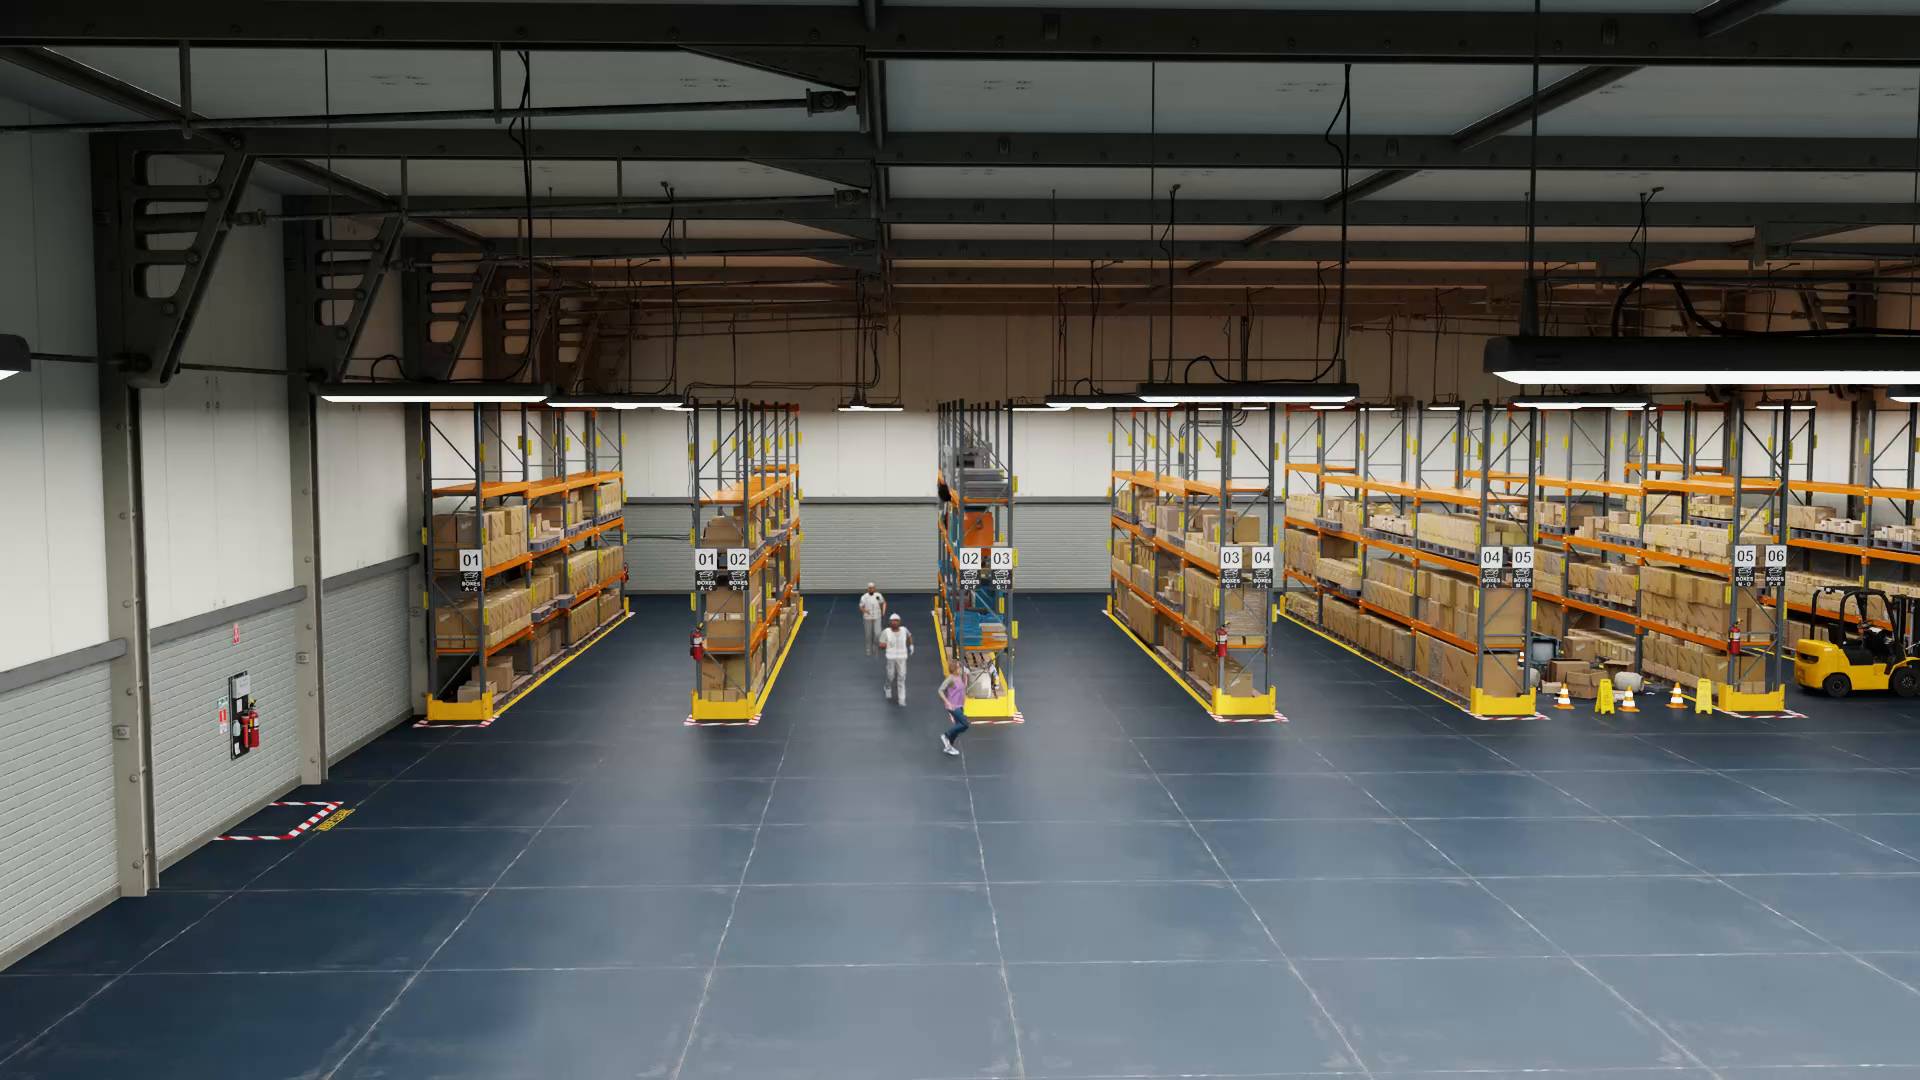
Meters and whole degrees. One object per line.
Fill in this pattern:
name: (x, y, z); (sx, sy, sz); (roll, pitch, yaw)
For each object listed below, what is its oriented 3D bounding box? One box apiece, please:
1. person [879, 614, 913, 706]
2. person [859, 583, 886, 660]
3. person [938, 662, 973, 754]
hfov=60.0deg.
person: (-1.249, 2.336, 32.755); (0.694, 1.745, 1.058); (-1, 4, -7)
person: (-1.956, 1.820, 37.261); (0.610, 1.741, 0.642); (0, 4, -5)
person: (-0.040, 2.823, 27.932); (0.543, 1.562, 0.528); (2, 5, 23)
